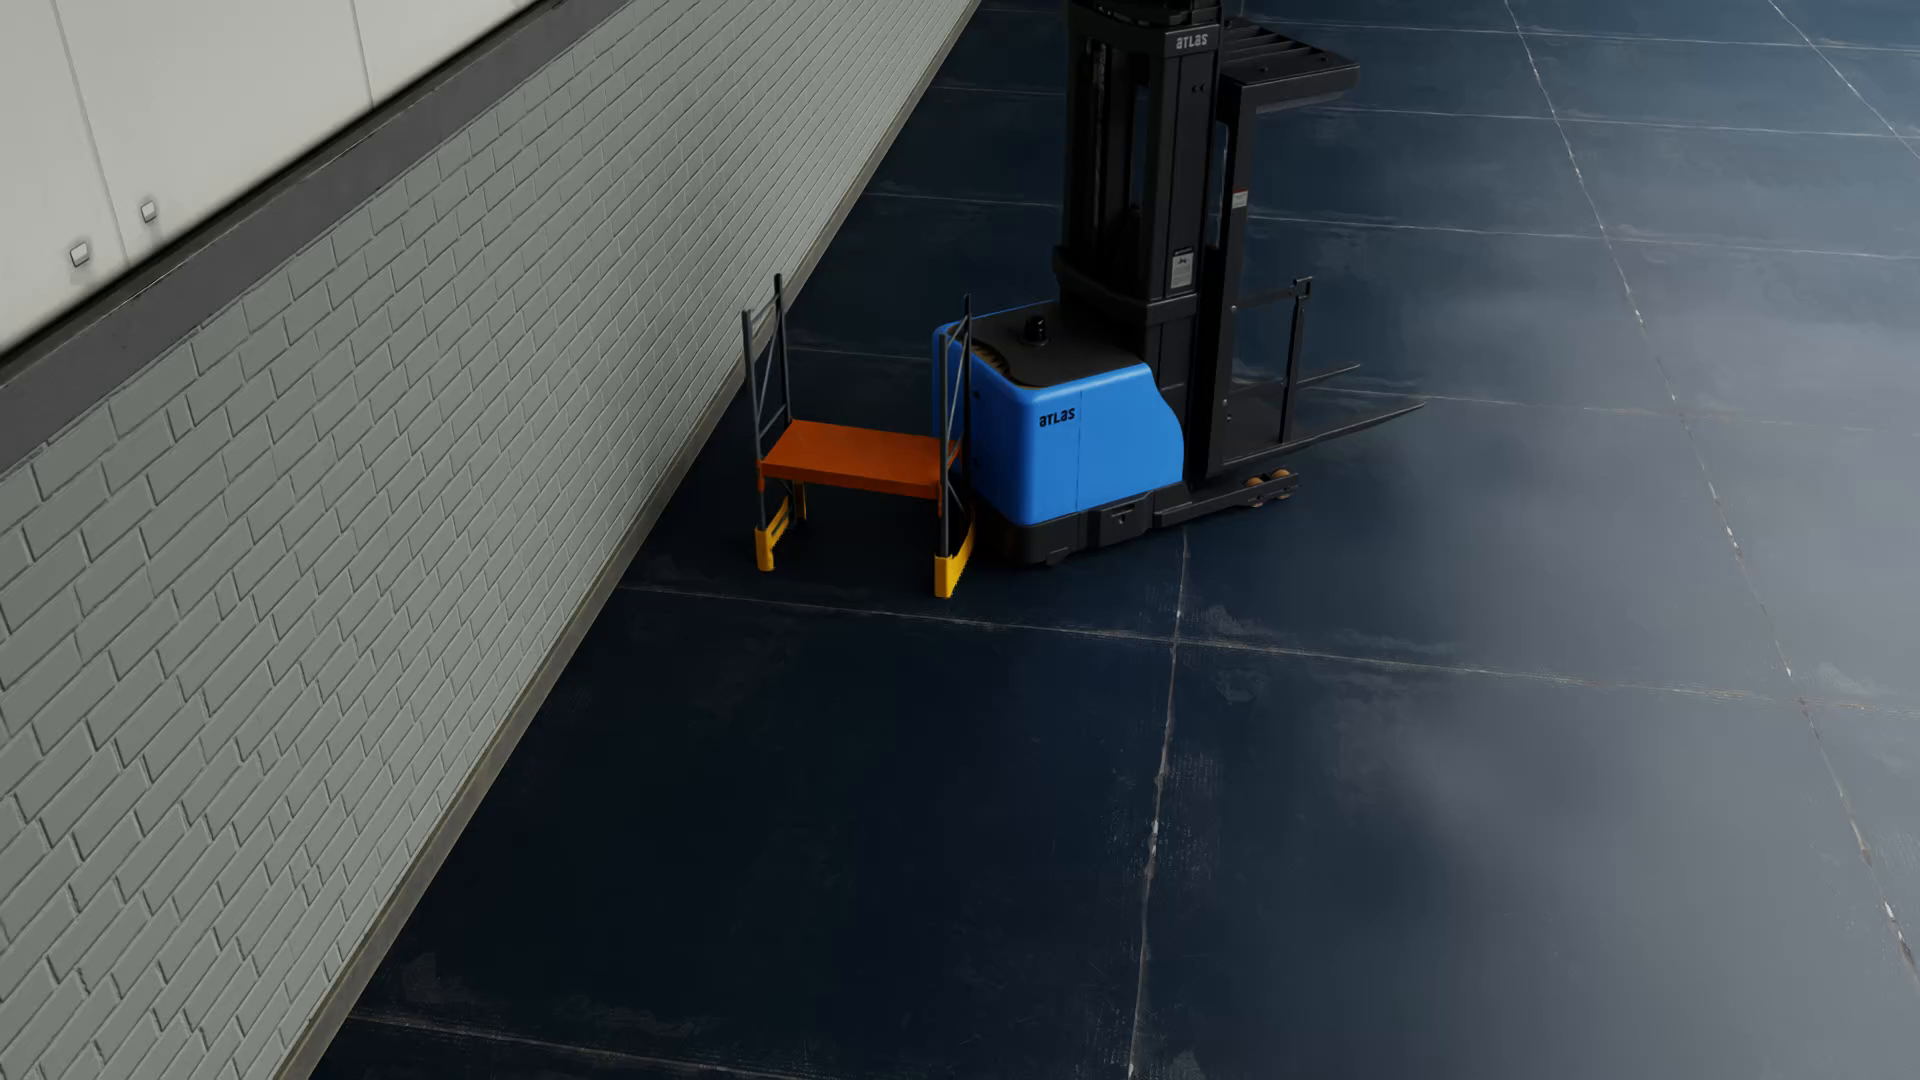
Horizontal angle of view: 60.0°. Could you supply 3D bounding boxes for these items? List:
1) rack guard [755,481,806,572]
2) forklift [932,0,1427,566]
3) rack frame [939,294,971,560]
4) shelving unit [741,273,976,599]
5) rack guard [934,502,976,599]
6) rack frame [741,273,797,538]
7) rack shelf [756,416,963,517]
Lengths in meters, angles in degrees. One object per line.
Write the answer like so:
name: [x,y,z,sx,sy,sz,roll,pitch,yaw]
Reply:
rack guard: [-0.985,-0.087,9.154,0.087,0.250,0.587,8,33,13]
forklift: [1.374,-1.658,9.137,3.031,2.935,1.130,-16,36,-24]
rack frame: [-0.022,-0.480,8.603,0.032,1.500,0.500,8,33,13]
shelving unit: [-0.504,-0.548,8.713,1.083,1.500,0.587,8,33,13]
rack guard: [-0.023,0.050,8.934,0.087,0.250,0.587,8,33,13]
rack frame: [-1.003,-0.620,8.827,0.032,1.500,0.500,8,33,13]
rack shelf: [-0.513,-0.397,8.810,1.000,0.185,0.538,8,33,13]
